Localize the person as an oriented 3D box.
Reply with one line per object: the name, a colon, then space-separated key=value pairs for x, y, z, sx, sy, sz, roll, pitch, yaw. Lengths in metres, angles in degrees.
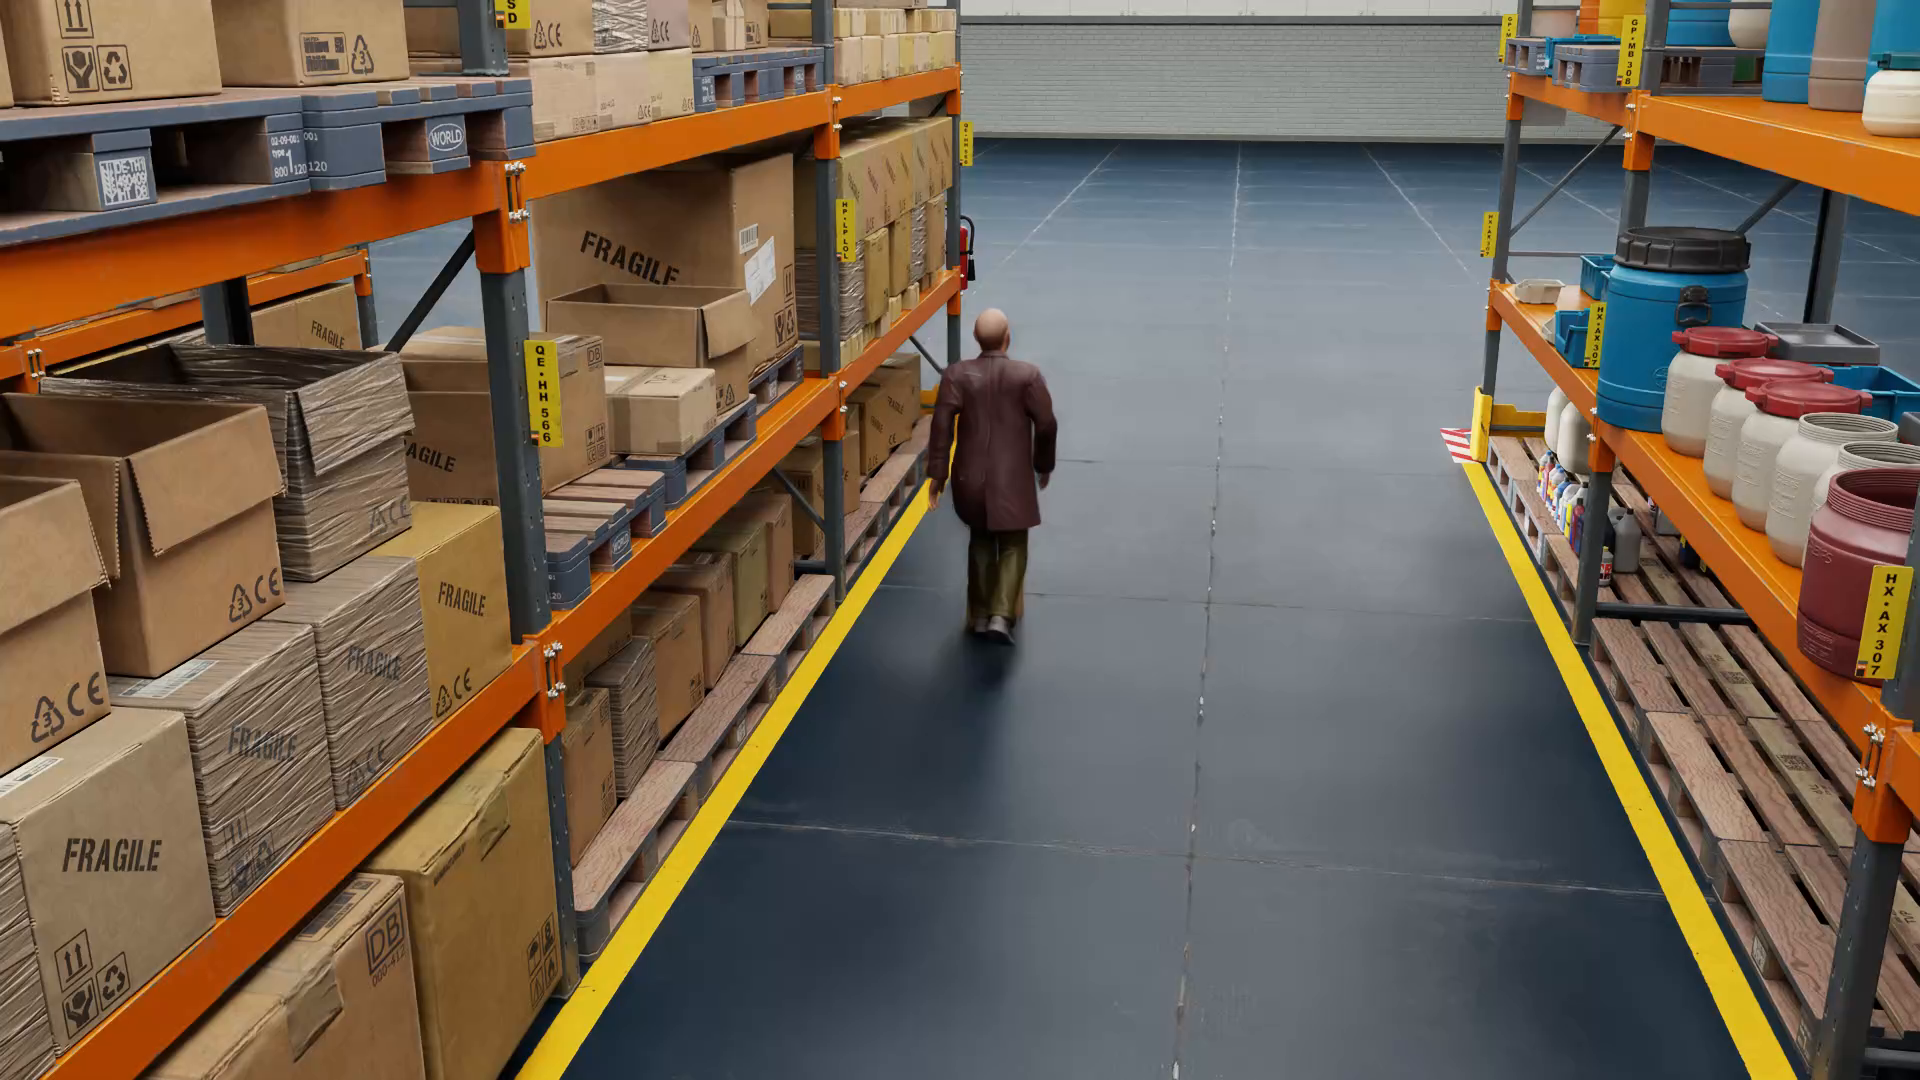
person: x=0.147 y=-0.289 z=8.495 sx=0.657 sy=1.728 sz=0.859 roll=5 pitch=18 yaw=16
